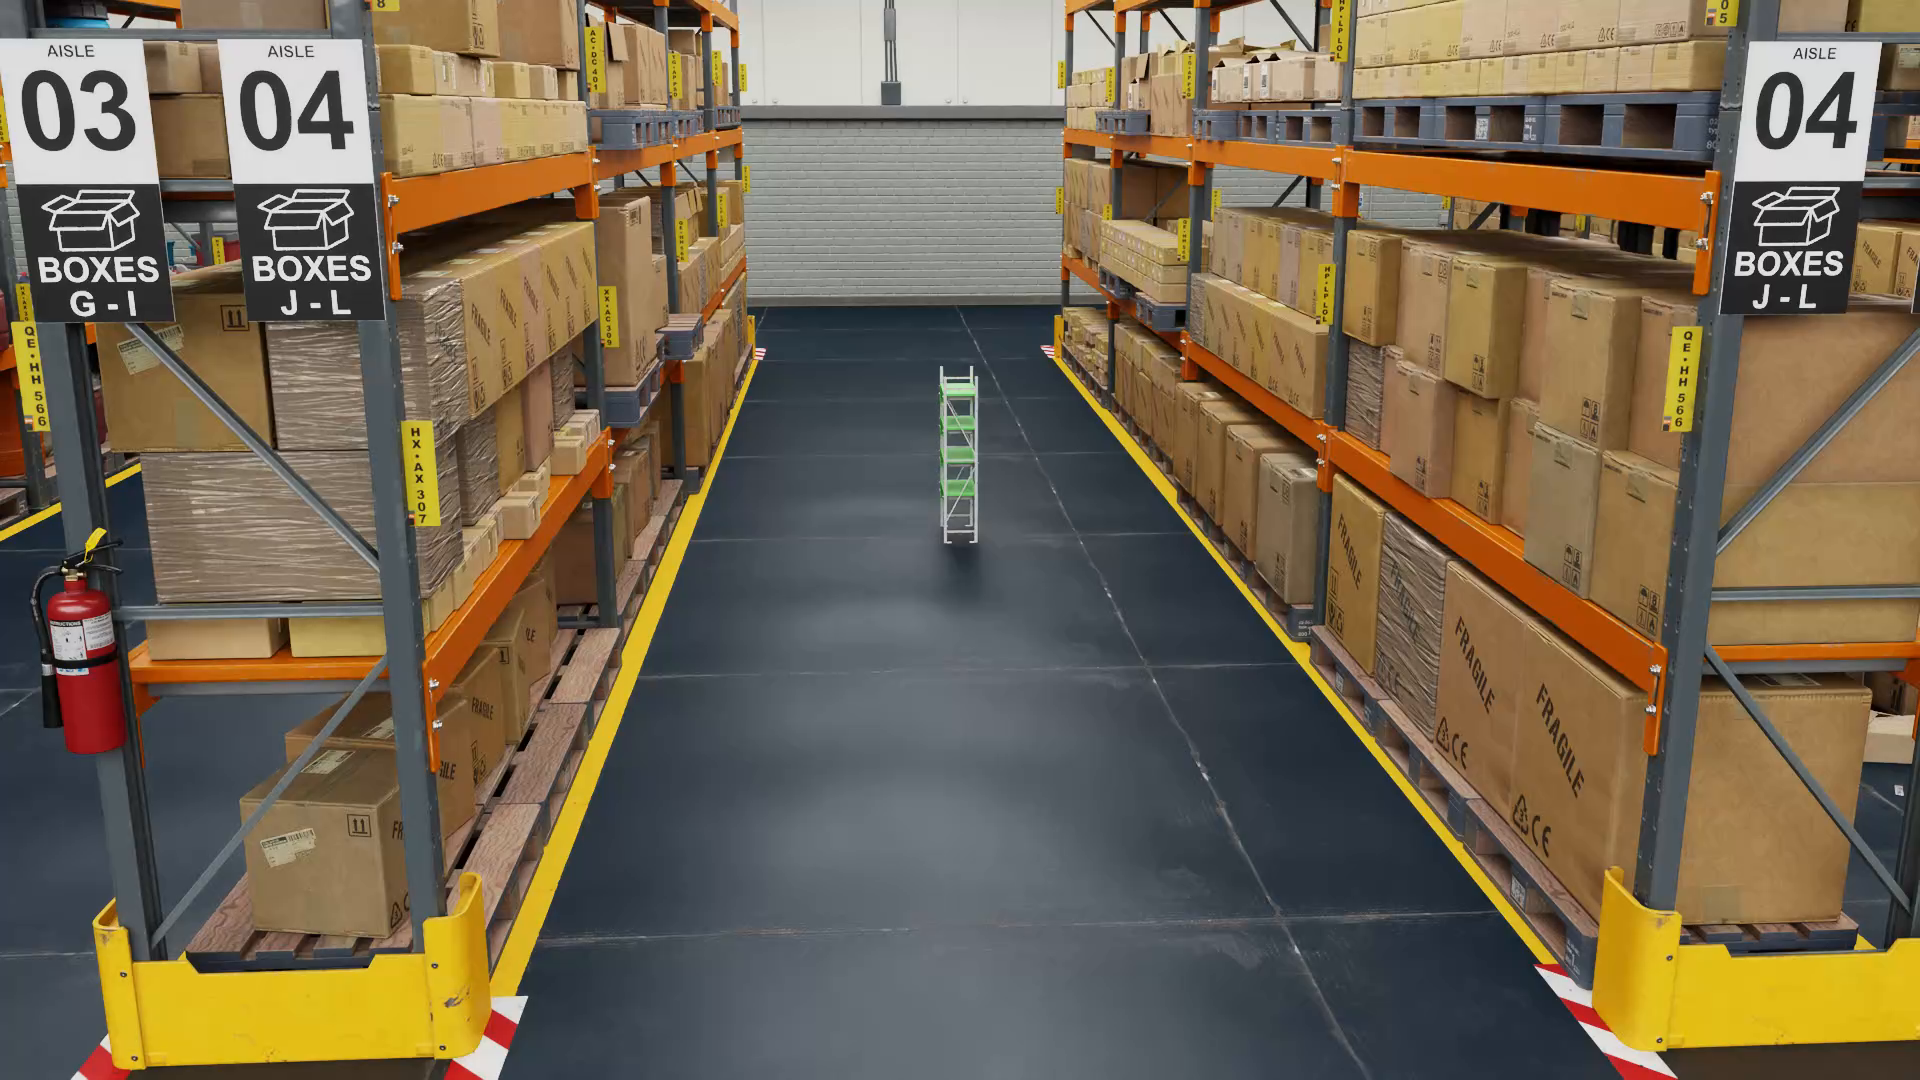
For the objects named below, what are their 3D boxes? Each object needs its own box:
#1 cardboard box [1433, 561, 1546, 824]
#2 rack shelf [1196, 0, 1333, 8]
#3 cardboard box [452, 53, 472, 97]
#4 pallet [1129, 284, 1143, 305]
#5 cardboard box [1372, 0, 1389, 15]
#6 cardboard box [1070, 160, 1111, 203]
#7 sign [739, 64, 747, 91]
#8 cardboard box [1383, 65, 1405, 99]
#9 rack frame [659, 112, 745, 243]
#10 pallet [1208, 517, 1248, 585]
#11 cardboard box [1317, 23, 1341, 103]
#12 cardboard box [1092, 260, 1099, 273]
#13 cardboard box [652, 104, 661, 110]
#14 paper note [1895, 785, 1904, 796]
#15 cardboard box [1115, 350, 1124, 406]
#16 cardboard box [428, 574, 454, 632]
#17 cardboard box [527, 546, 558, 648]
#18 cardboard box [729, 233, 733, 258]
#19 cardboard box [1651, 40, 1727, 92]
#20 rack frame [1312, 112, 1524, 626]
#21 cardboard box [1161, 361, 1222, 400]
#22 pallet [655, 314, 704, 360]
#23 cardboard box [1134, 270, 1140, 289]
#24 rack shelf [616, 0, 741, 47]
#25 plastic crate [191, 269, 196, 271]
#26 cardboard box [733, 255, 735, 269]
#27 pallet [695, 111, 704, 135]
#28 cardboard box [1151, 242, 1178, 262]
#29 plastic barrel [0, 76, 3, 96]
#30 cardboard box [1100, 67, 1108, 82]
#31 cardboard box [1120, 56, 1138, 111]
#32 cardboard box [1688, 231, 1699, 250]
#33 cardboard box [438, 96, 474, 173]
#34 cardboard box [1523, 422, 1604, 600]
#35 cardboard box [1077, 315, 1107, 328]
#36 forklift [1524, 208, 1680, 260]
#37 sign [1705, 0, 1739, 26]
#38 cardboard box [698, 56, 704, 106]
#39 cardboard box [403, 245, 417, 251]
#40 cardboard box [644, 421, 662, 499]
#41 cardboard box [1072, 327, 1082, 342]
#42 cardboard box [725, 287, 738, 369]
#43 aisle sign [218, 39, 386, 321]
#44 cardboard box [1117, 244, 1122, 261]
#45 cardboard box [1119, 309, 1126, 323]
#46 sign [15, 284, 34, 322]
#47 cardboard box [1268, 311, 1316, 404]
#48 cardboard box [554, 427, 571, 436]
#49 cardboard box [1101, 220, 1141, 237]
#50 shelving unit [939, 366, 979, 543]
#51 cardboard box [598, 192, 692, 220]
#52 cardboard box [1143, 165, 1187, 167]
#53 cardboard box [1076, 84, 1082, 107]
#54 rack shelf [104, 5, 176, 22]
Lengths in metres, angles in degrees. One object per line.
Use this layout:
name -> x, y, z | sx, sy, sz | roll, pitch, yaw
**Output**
cardboard box -> 2.610, 0.614, 7.040 | 0.875, 0.875, 0.875 | -1, 14, -4
rack shelf -> 2.403, -3.680, 10.517 | 1.077, 0.370, 4.000 | -1, 14, -3
cardboard box -> -1.983, -1.675, 5.996 | 0.380, 0.149, 0.250 | -1, 14, -4
pallet -> 2.116, -2.213, 14.993 | 1.003, 0.211, 1.213 | -1, 14, -3
cardboard box -> 2.227, -2.629, 8.066 | 0.380, 0.149, 0.250 | -1, 14, -4
cardboard box -> 1.584, -4.239, 19.680 | 0.500, 0.500, 0.500 | 0, 14, -2
sign -> -2.631, -5.601, 20.136 | 0.100, 0.325, 0.005 | -1, 14, -3
cardboard box -> 2.242, -2.180, 7.921 | 0.380, 0.149, 0.250 | -1, 14, -4
rack frame -> -3.173, -3.752, 20.591 | 1.000, 3.000, 0.127 | -1, 14, -3
pallet -> 2.325, 0.036, 11.463 | 1.003, 0.211, 1.213 | -1, 14, -3
cardboard box -> 2.666, -3.139, 10.944 | 0.500, 0.500, 0.500 | -1, 14, -3
cardboard box -> 1.660, -3.016, 18.234 | 0.380, 0.149, 0.250 | -2, 15, -6
cardboard box -> -2.359, -2.905, 11.579 | 0.500, 0.250, 0.500 | -1, 14, -4
paper note -> 4.278, 1.140, 7.575 | 0.032, 0.001, 0.123 | 7, 16, 26
cardboard box -> 1.812, -1.614, 16.453 | 0.500, 0.500, 0.500 | 0, 14, -1
cardboard box -> -1.958, 0.211, 5.689 | 0.380, 0.149, 0.250 | -1, 14, -3
cardboard box -> -2.445, 0.339, 8.862 | 0.500, 0.500, 0.500 | -1, 14, -5
cardboard box -> -2.757, -3.203, 18.157 | 0.500, 0.250, 0.500 | -1, 14, -2
cardboard box -> 2.416, -1.485, 5.219 | 0.380, 0.149, 0.250 | -1, 14, -4
rack frame -> 2.527, -0.820, 9.192 | 1.000, 3.000, 0.127 | -1, 14, -3
cardboard box -> 1.975, -1.336, 13.869 | 0.500, 0.250, 0.500 | -1, 14, -5
pallet -> -2.527, -1.494, 12.200 | 1.213, 0.211, 1.003 | -1, 14, -3
cardboard box -> 1.730, -2.266, 14.476 | 0.380, 0.149, 0.250 | -2, 15, -6
rack shelf -> -3.049, -5.618, 18.050 | 1.077, 0.370, 4.000 | -1, 14, -3
plastic crate -> -7.755, -2.701, 16.911 | 0.396, 0.136, 0.243 | -1, 14, -3
cardboard box -> -2.710, -3.102, 18.568 | 0.380, 0.149, 0.250 | -1, 14, -5
pallet -> -2.819, -3.890, 15.491 | 0.805, 0.209, 1.217 | -1, 15, -6
cardboard box -> 1.778, -2.361, 13.652 | 0.380, 0.149, 0.250 | -1, 14, -4
plastic barrel -> -7.653, -3.692, 12.630 | 0.600, 0.830, 0.708 | -1, 14, -3
cardboard box -> 1.655, -4.824, 17.232 | 0.380, 0.149, 0.250 | -1, 14, -4
cardboard box -> 1.945, -4.418, 16.113 | 0.700, 0.500, 0.500 | -1, 14, -3
cardboard box -> 6.856, -2.824, 14.776 | 0.500, 0.500, 0.500 | -1, 14, -3
cardboard box -> -1.992, -1.405, 5.750 | 0.500, 0.250, 0.500 | -1, 14, -5
cardboard box -> 2.651, -0.125, 6.193 | 0.875, 0.550, 0.550 | -1, 14, -3
cardboard box -> 1.600, -2.587, 19.748 | 0.380, 0.149, 0.250 | -2, 15, -6
forklift -> 4.683, -1.505, 11.995 | 1.130, 2.935, 3.031 | -1, 14, -3
sign -> 2.232, -1.663, 4.832 | 0.100, 0.325, 0.005 | -1, 14, -3
cardboard box -> -3.063, -4.838, 17.547 | 0.700, 0.500, 0.500 | 0, 14, -1
cardboard box -> -2.551, -0.956, 6.918 | 0.500, 0.500, 0.500 | -1, 14, -3
cardboard box -> -2.616, -0.599, 12.468 | 0.700, 0.500, 0.500 | -2, 15, -6
cardboard box -> 1.531, -2.442, 19.781 | 0.380, 0.149, 0.250 | 0, 14, -2
cardboard box -> -2.942, -2.321, 18.450 | 0.875, 0.875, 0.875 | -1, 14, -3
aisle sign -> -1.879, -1.021, 4.760 | 0.394, 0.787, 0.004 | -1, 14, -3
cardboard box -> 1.667, -2.670, 15.446 | 0.380, 0.149, 0.250 | 0, 14, -1
cardboard box -> 2.027, -2.724, 20.277 | 0.380, 0.149, 0.250 | -1, 14, -2
sign -> -7.072, -1.776, 12.581 | 0.100, 0.325, 0.005 | -1, 14, -3
cardboard box -> 2.196, -1.119, 10.156 | 0.500, 0.500, 0.500 | -1, 14, -4
cardboard box -> -2.162, -0.472, 8.345 | 0.380, 0.149, 0.250 | -1, 14, -3
cardboard box -> 1.597, -3.074, 16.421 | 0.380, 0.149, 0.250 | 0, 14, -1
shelving unit -> -0.010, -0.622, 12.037 | 0.258, 1.200, 0.503 | -1, 14, -3
cardboard box -> -2.793, -2.808, 14.706 | 0.797, 0.503, 0.637 | 0, 14, -2
cardboard box -> 2.199, -3.730, 17.701 | 0.500, 0.500, 0.500 | -1, 14, -5
cardboard box -> 1.604, -5.057, 18.940 | 0.500, 0.250, 0.500 | -1, 14, -3
rack shelf -> -7.993, -5.542, 17.753 | 1.077, 0.370, 4.000 | -1, 14, -3
